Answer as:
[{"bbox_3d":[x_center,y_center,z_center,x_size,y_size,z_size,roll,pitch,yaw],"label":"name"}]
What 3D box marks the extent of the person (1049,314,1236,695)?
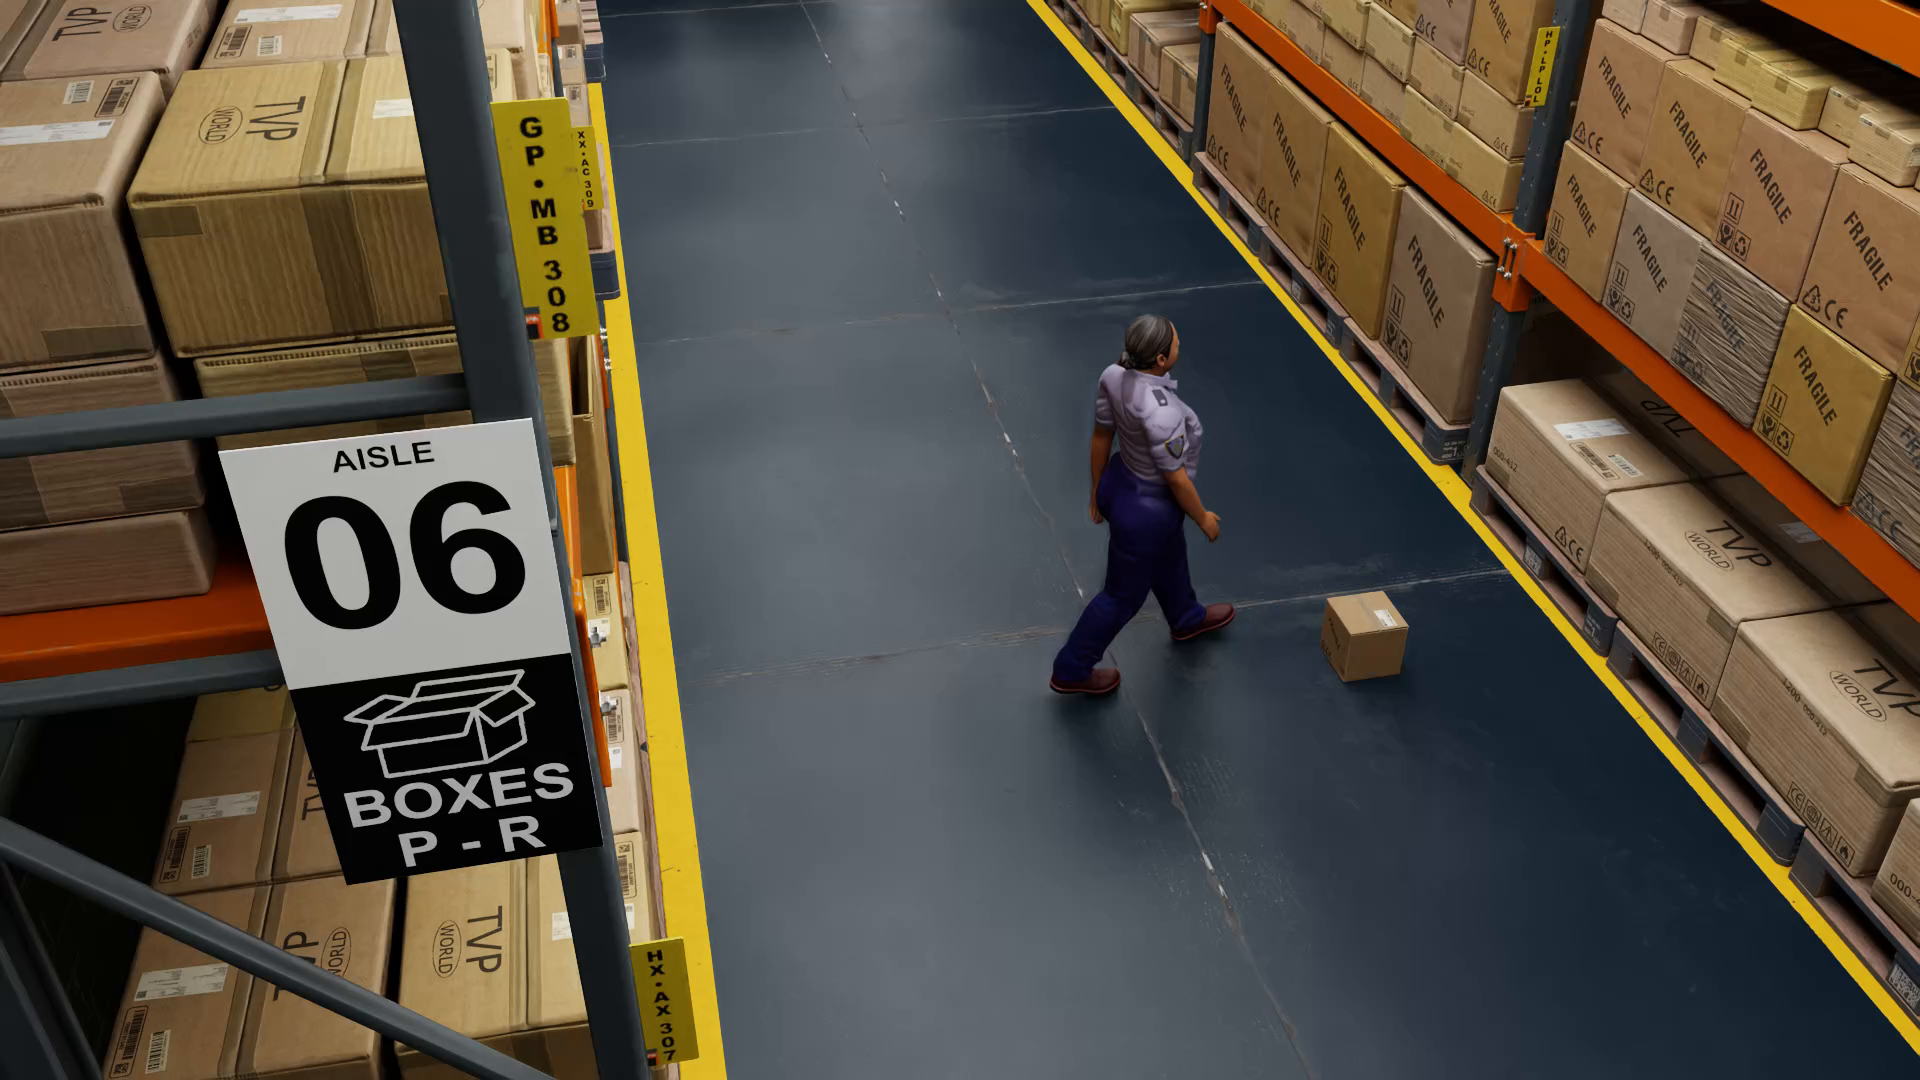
[{"bbox_3d":[0.773,-0.141,6.367,0.903,1.592,0.484,-9,36,-13],"label":"person"}]
